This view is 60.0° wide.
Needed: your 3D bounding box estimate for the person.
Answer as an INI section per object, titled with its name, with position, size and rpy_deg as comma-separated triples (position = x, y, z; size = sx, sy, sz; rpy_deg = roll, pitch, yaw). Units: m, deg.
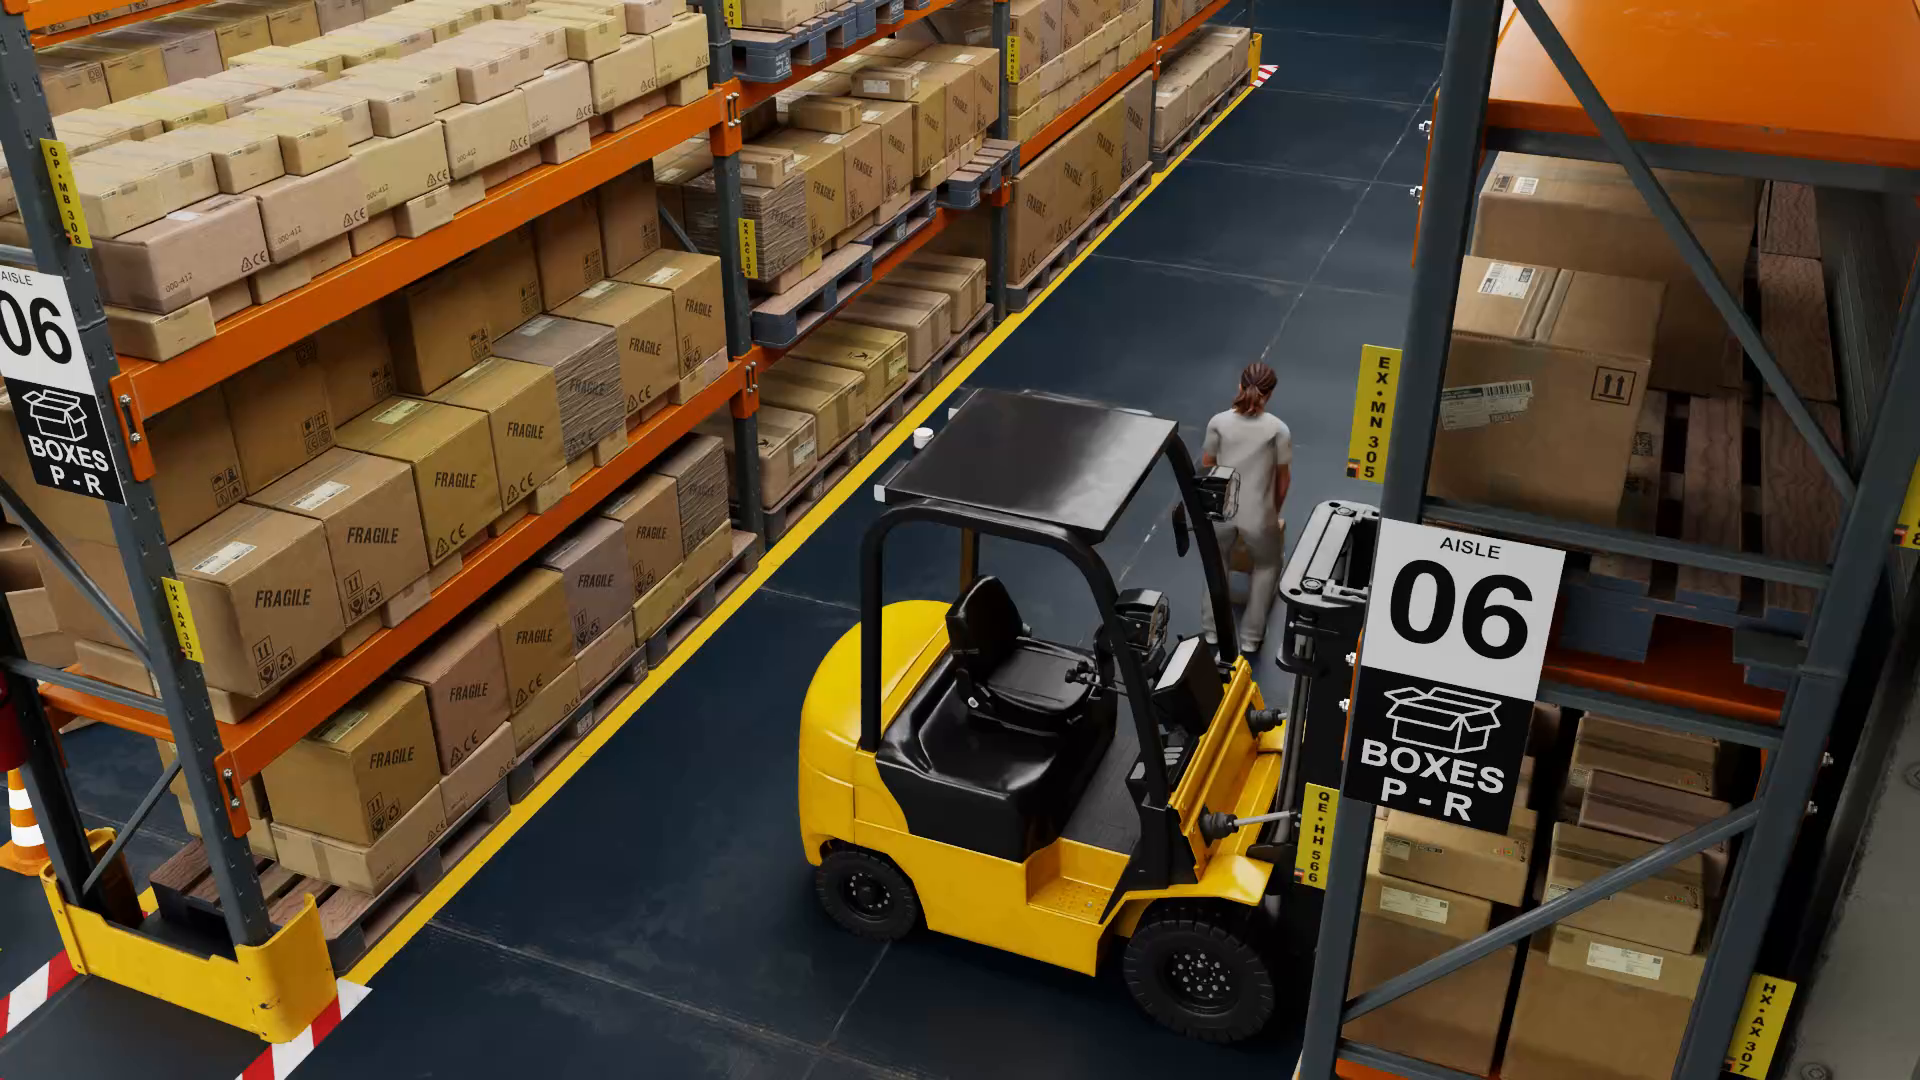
[person]
position = 1.488, -0.164, 8.795
size = 0.475, 1.571, 0.467
rpy_deg = 12, 32, 20
